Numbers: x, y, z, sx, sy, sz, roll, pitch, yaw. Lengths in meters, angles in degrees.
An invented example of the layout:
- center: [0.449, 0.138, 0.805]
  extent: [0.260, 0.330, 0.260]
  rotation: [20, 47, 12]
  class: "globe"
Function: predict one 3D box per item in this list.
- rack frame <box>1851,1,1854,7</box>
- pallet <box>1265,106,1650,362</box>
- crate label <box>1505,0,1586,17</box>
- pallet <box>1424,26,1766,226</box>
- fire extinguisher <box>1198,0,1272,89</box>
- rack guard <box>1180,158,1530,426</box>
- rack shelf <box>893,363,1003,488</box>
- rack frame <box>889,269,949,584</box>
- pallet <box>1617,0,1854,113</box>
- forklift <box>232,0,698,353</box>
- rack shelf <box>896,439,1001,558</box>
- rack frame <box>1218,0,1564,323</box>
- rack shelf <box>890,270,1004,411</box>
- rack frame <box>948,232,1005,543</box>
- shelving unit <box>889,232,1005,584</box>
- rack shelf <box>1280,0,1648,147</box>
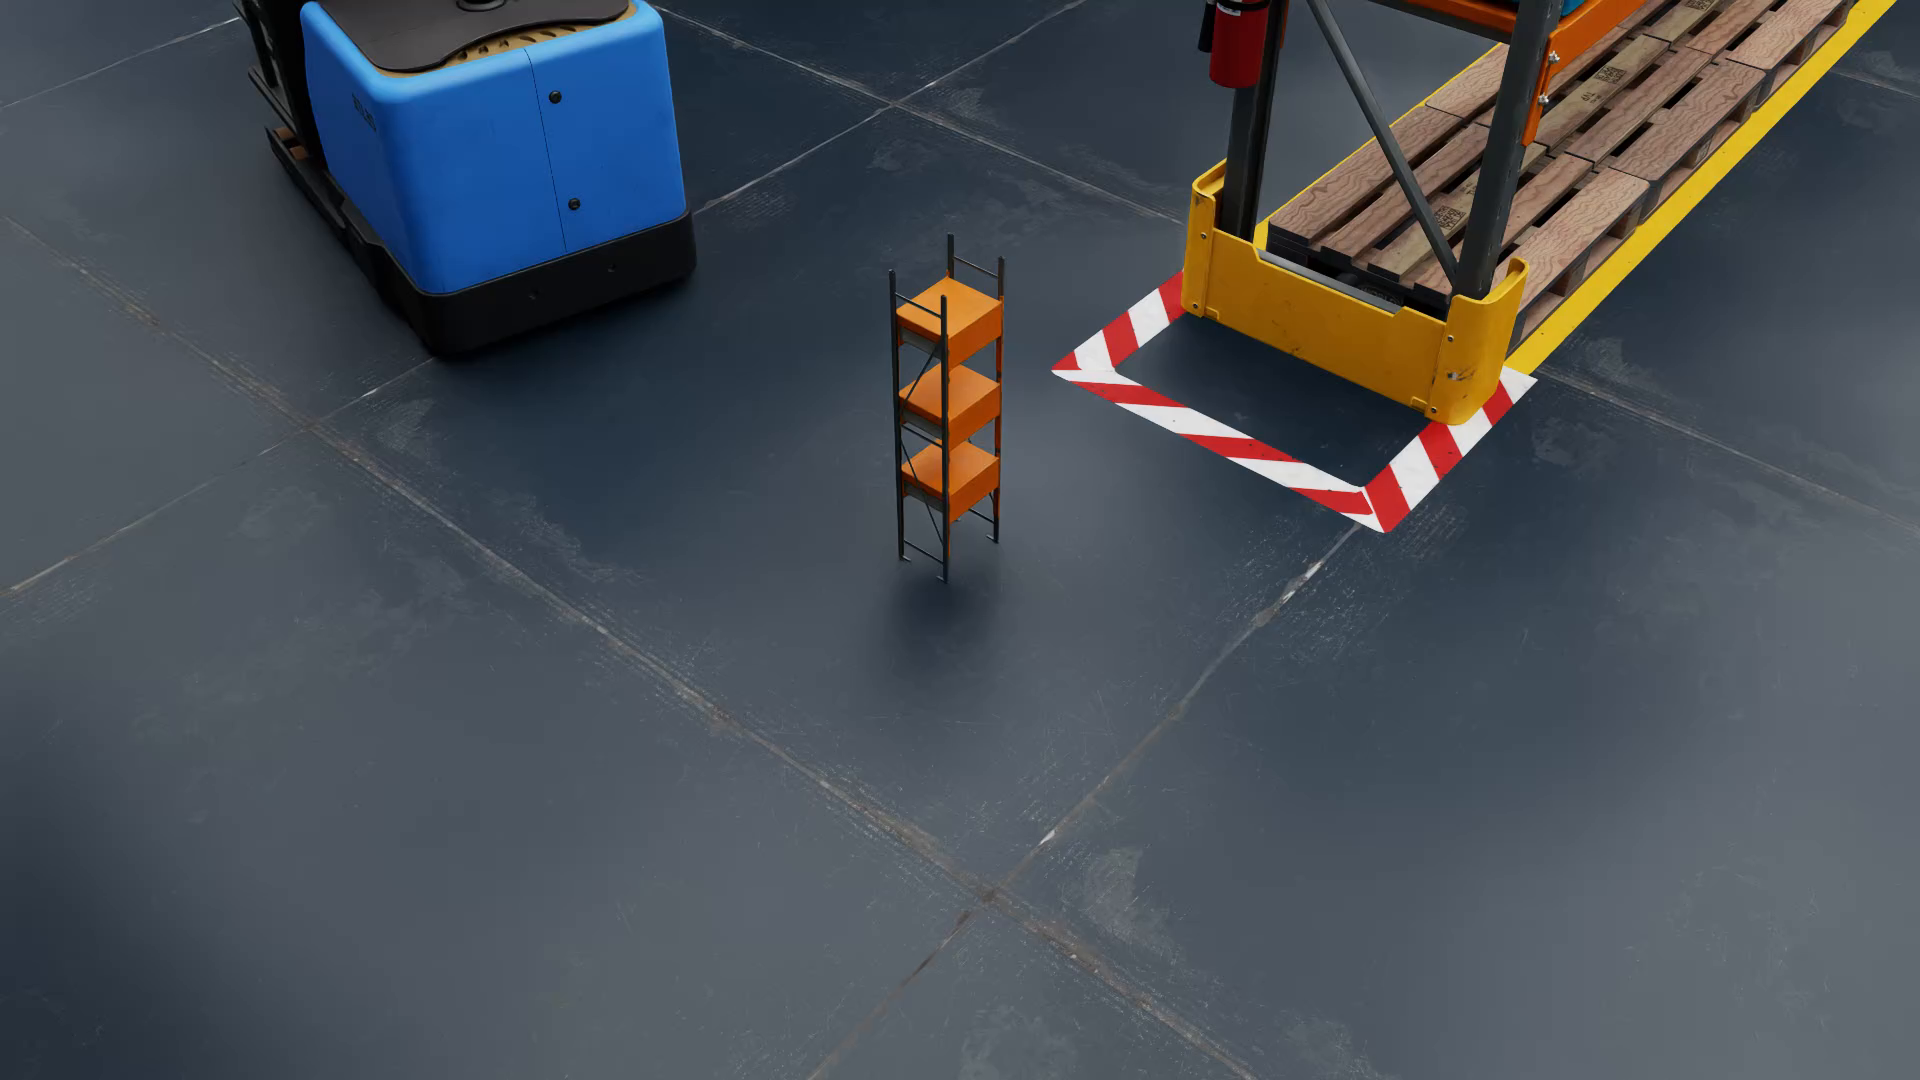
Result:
- center: [3.935, -3.901, 7.310]
  extent: [1.000, 3.000, 0.127]
  rotation: [29, 50, 28]
  class: "rack frame"
- center: [1.921, -1.217, 6.432]
  extent: [1.003, 0.211, 1.213]
  rotation: [29, 50, 28]
  class: "pallet"
- center: [1.771, -1.786, 5.064]
  extent: [0.416, 0.233, 0.303]
  rotation: [29, 50, 28]
  class: "crate label"
- center: [2.706, -1.843, 7.120]
  extent: [1.003, 0.211, 1.213]
  rotation: [29, 50, 28]
  class: "pallet"
- center: [0.915, -1.794, 5.328]
  extent: [0.296, 0.674, 0.183]
  rotation: [29, 50, 28]
  class: "fire extinguisher"
- center: [1.355, -0.898, 5.866]
  extent: [1.175, 0.500, 0.348]
  rotation: [29, 50, 28]
  class: "rack guard"
- center: [-0.034, -0.353, 4.874]
  extent: [0.215, 0.259, 0.240]
  rotation: [29, 50, 28]
  class: "rack shelf"
- center: [-0.113, -0.298, 4.797]
  extent: [0.200, 1.050, 0.008]
  rotation: [29, 50, 28]
  class: "rack frame"
- center: [3.491, -2.474, 7.814]
  extent: [1.003, 0.211, 1.213]
  rotation: [29, 50, 28]
  class: "pallet"
- center: [-2.231, -2.705, 6.046]
  extent: [1.130, 2.935, 3.031]
  rotation: [-24, 48, -24]
  class: "forklift"
- center: [-0.034, -0.147, 5.061]
  extent: [0.215, 0.259, 0.240]
  rotation: [29, 50, 28]
  class: "rack shelf"
- center: [1.360, -1.841, 5.045]
  extent: [1.000, 3.000, 0.127]
  rotation: [29, 50, 28]
  class: "rack frame"
- center: [-0.034, -0.563, 4.683]
  extent: [0.215, 0.259, 0.240]
  rotation: [29, 50, 28]
  class: "rack shelf"
- center: [0.044, -0.424, 4.936]
  extent: [0.200, 1.050, 0.008]
  rotation: [29, 50, 28]
  class: "rack frame"
- center: [-0.034, -0.361, 4.867]
  extent: [0.215, 1.050, 0.252]
  rotation: [29, 50, 28]
  class: "shelving unit"
- center: [2.647, -2.605, 6.420]
  extent: [1.077, 0.370, 4.000]
  rotation: [29, 50, 28]
  class: "rack shelf"
